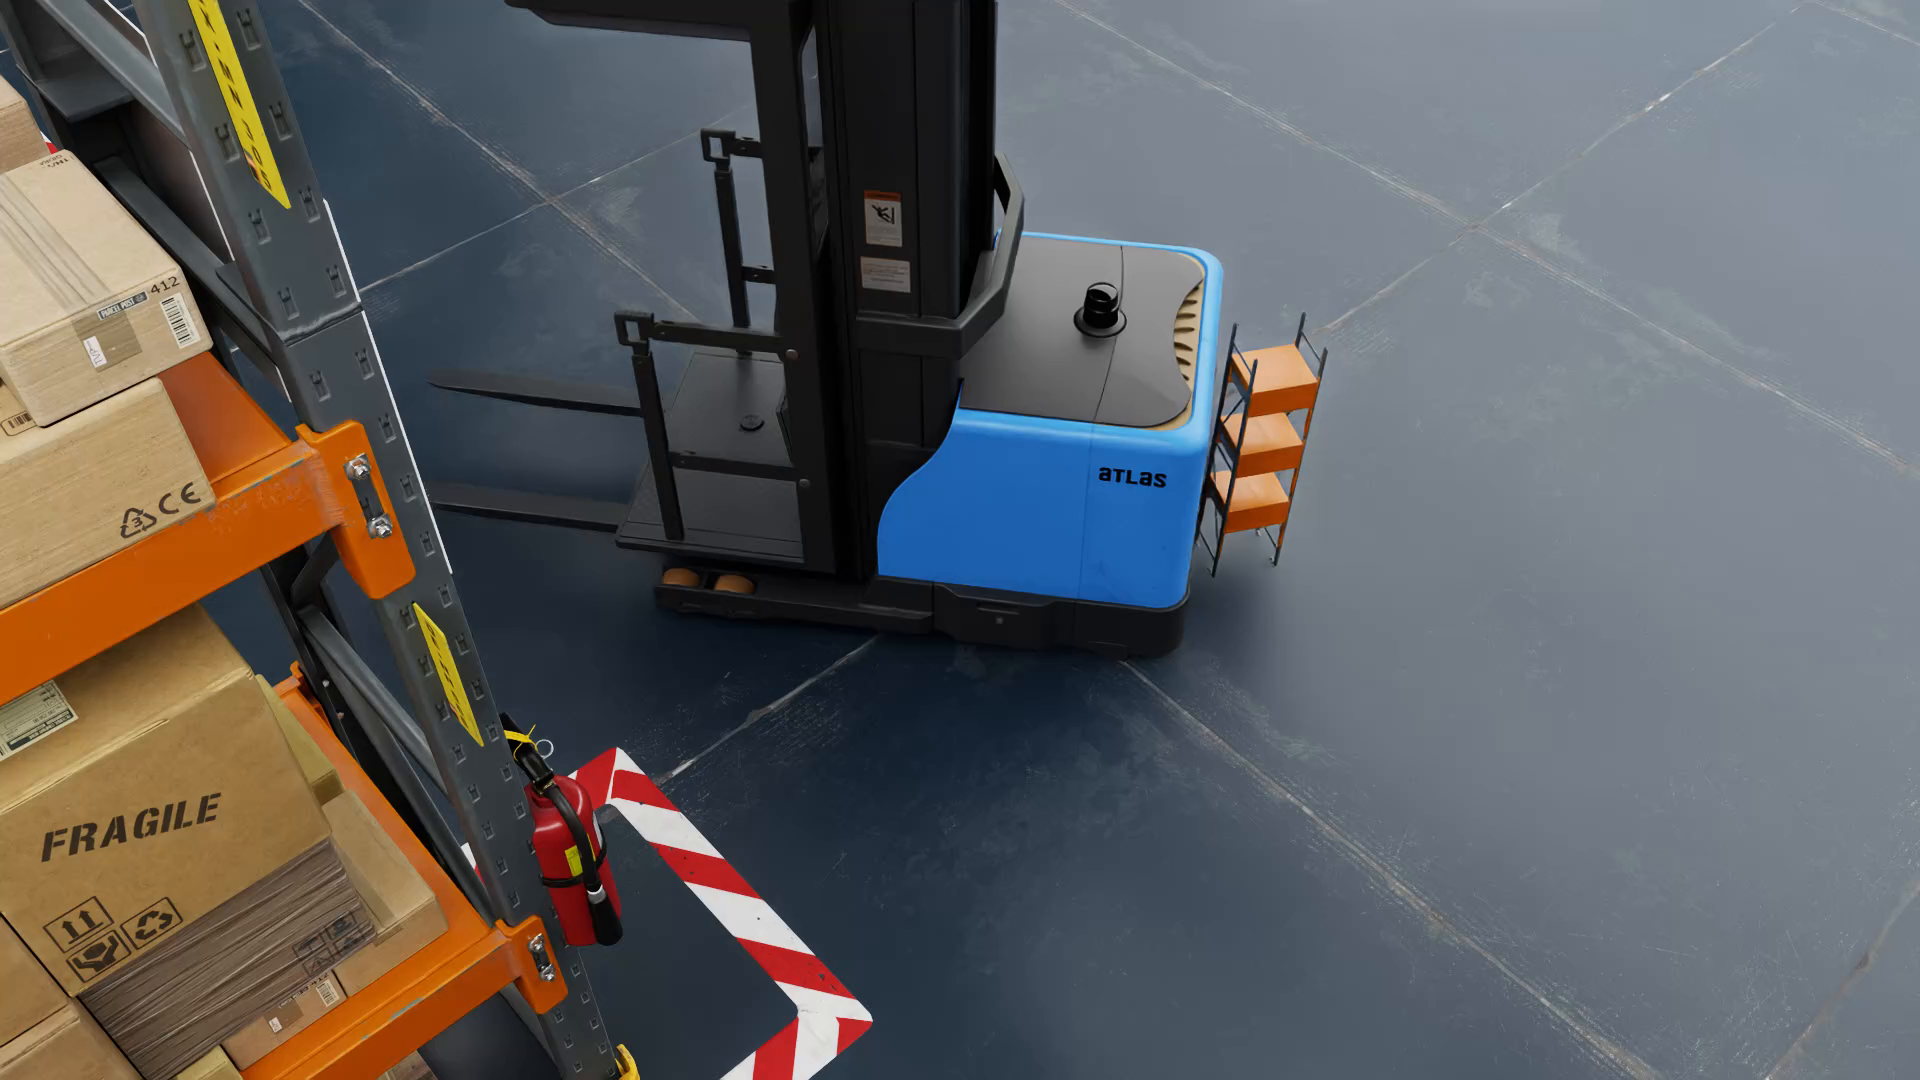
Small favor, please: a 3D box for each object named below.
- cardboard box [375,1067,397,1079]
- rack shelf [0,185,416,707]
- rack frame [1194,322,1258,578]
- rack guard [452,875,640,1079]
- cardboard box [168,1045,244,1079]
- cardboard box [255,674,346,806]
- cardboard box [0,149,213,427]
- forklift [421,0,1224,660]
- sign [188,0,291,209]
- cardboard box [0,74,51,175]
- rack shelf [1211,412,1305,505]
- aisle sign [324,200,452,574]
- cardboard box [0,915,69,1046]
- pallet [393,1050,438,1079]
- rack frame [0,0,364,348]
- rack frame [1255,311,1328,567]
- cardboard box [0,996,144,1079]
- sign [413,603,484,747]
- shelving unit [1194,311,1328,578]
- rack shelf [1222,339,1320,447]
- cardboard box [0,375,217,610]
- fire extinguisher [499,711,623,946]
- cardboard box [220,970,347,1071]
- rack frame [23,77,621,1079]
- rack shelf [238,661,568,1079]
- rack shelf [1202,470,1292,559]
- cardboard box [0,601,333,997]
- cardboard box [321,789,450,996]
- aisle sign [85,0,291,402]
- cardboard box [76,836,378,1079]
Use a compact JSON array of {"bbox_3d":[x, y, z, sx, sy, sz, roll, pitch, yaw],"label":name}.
[{"bbox_3d":[-1.747,1.439,4.297,0.500,0.500,0.500,-24,52,-21],"label":"cardboard box"},{"bbox_3d":[-2.753,0.649,2.058,4.000,0.370,1.077,-34,56,-27],"label":"rack shelf"},{"bbox_3d":[0.919,-0.289,5.795,0.008,1.050,0.200,-10,48,-11],"label":"rack frame"},{"bbox_3d":[-1.330,1.319,4.693,0.348,0.500,1.175,-34,56,-27],"label":"rack guard"},{"bbox_3d":[-1.681,1.047,3.414,0.250,0.149,0.380,-34,56,-27],"label":"cardboard box"},{"bbox_3d":[-1.645,0.530,3.891,0.250,0.149,0.380,-34,56,-27],"label":"cardboard box"},{"bbox_3d":[-1.269,-0.361,2.332,0.250,0.149,0.380,-34,56,-27],"label":"cardboard box"},{"bbox_3d":[-0.646,-1.088,5.260,3.031,2.935,1.130,7,48,6],"label":"forklift"},{"bbox_3d":[-0.915,-0.572,2.093,0.005,0.325,0.100,-34,56,-27],"label":"sign"},{"bbox_3d":[-1.633,-0.657,2.605,0.250,0.149,0.380,-34,56,-27],"label":"cardboard box"},{"bbox_3d":[1.037,-0.303,5.826,0.240,0.259,0.215,-10,48,-11],"label":"rack shelf"},{"bbox_3d":[-1.026,-0.315,2.731,0.004,0.787,0.394,-34,56,-27],"label":"aisle sign"},{"bbox_3d":[-1.880,0.616,2.689,0.500,0.500,0.500,-34,56,-27],"label":"cardboard box"},{"bbox_3d":[-1.955,1.799,4.446,1.213,0.211,1.003,-34,56,-27],"label":"pallet"},{"bbox_3d":[-1.274,-1.601,1.604,0.127,3.000,1.000,-34,56,-27],"label":"rack frame"},{"bbox_3d":[1.155,-0.331,5.841,0.008,1.050,0.200,-10,48,-11],"label":"rack frame"},{"bbox_3d":[-1.988,0.868,3.137,0.500,0.500,0.875,-34,56,-27],"label":"cardboard box"},{"bbox_3d":[-0.915,0.246,2.980,0.005,0.325,0.100,-34,56,-27],"label":"sign"},{"bbox_3d":[1.037,-0.310,5.818,0.252,1.050,0.215,-10,48,-11],"label":"shelving unit"},{"bbox_3d":[1.043,-0.496,5.618,0.240,0.259,0.215,-10,48,-11],"label":"rack shelf"},{"bbox_3d":[-1.459,-0.156,2.414,0.500,0.250,0.500,-33,55,-26],"label":"cardboard box"},{"bbox_3d":[-0.879,0.654,3.658,0.183,0.674,0.296,-34,56,-27],"label":"fire extinguisher"},{"bbox_3d":[-1.531,0.895,3.554,0.250,0.149,0.380,-34,56,-27],"label":"cardboard box"},{"bbox_3d":[-1.274,0.434,3.809,0.127,3.000,1.000,-34,56,-27],"label":"rack frame"},{"bbox_3d":[-2.753,1.666,3.161,4.000,0.370,1.077,-34,56,-27],"label":"rack shelf"},{"bbox_3d":[1.031,-0.113,6.029,0.240,0.259,0.215,-10,48,-11],"label":"rack shelf"},{"bbox_3d":[-1.514,0.366,2.920,0.500,0.500,0.500,-34,56,-27],"label":"cardboard box"},{"bbox_3d":[-1.346,0.772,3.668,0.250,0.149,0.380,-34,56,-27],"label":"cardboard box"},{"bbox_3d":[-1.430,-0.642,3.032,0.004,0.787,0.394,-34,56,-27],"label":"aisle sign"},{"bbox_3d":[-1.699,0.556,3.426,0.500,0.500,0.875,-34,56,-27],"label":"cardboard box"}]
